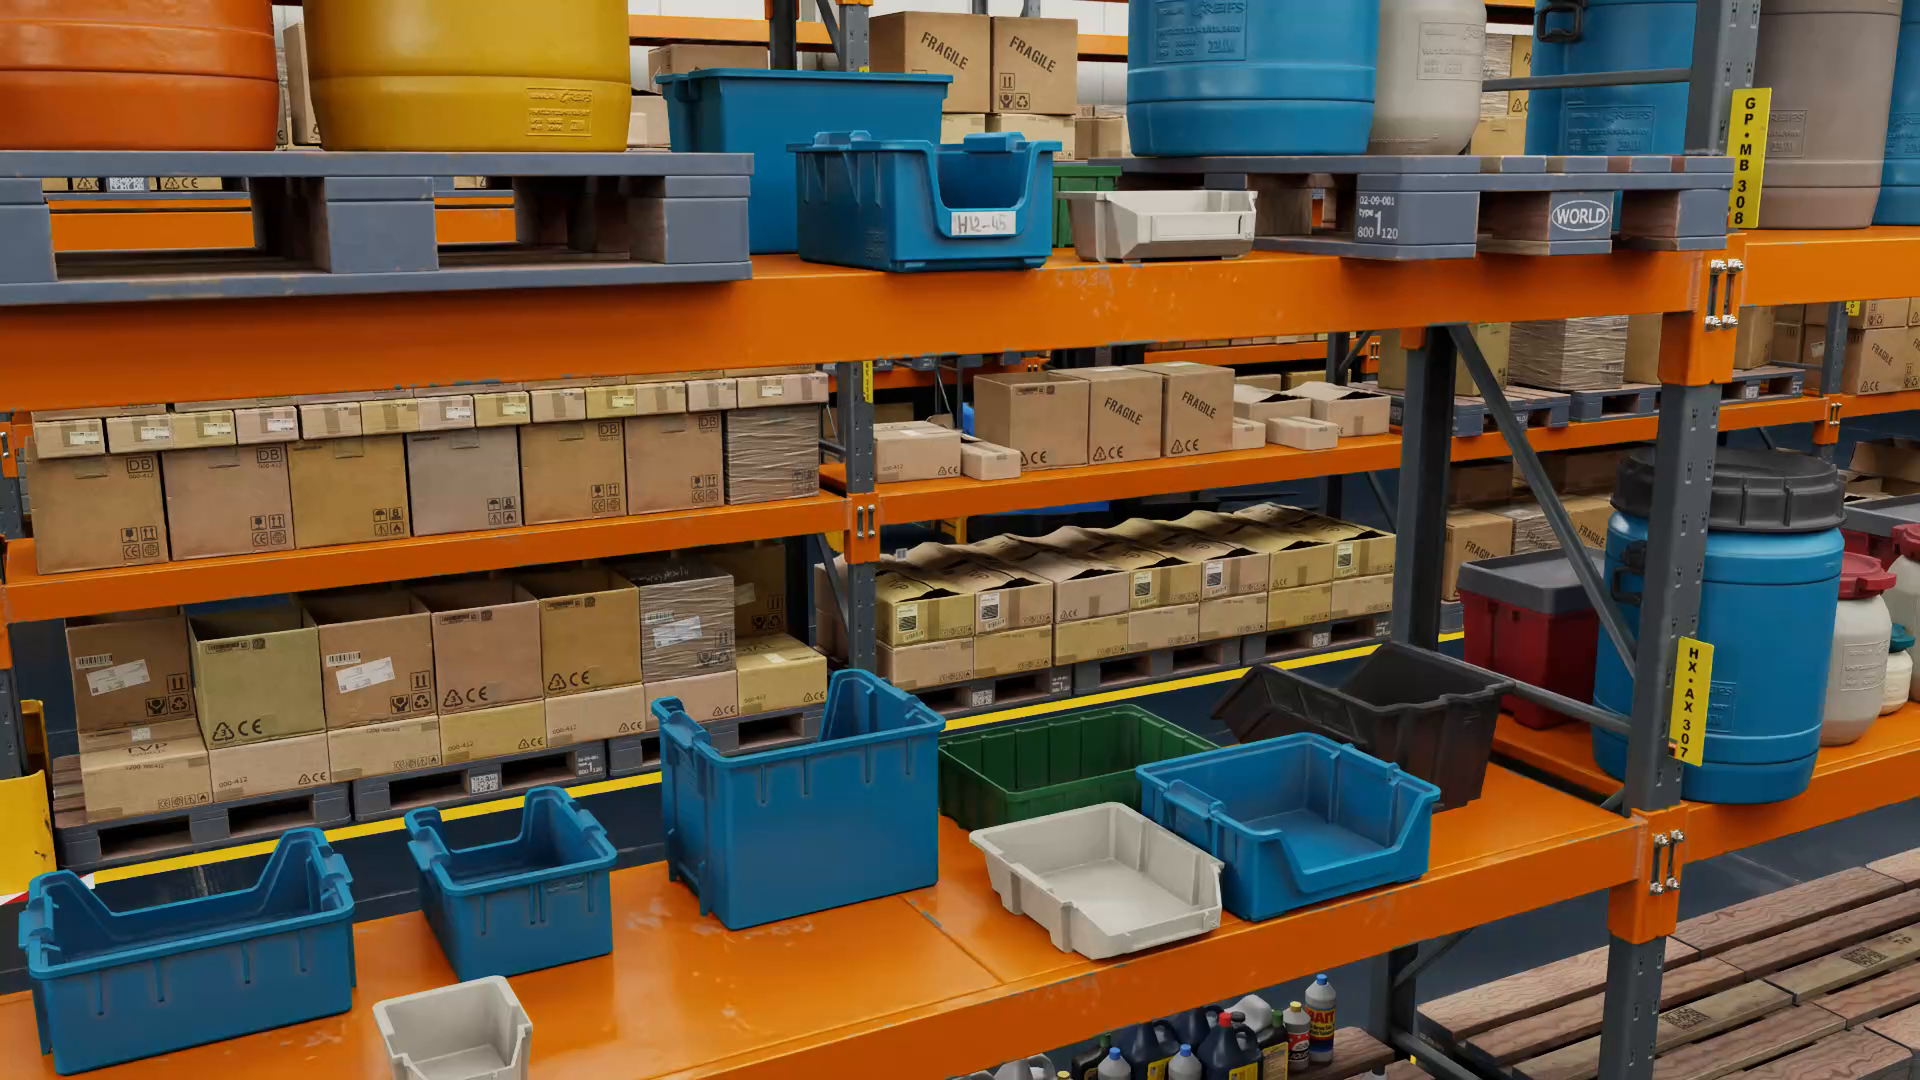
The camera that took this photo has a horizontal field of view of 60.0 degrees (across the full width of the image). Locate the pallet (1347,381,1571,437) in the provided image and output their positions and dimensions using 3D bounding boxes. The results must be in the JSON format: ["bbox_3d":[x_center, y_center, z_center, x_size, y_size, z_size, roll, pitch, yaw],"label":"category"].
[{"bbox_3d":[3.335,-0.922,11.313,1.003,0.211,1.213,-7,14,-28],"label":"pallet"}]

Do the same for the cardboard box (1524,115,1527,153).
[{"bbox_3d":[3.588,-2.549,11.046,0.500,0.500,0.910,-7,14,-28],"label":"cardboard box"}]

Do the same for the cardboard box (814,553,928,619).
[{"bbox_3d":[-0.519,0.255,9.674,0.500,0.311,0.500,-7,14,-28],"label":"cardboard box"}]

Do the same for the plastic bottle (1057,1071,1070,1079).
[{"bbox_3d":[0.300,1.645,4.838,0.097,0.201,0.097,0,13,0],"label":"plastic bottle"}]

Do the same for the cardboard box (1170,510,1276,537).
[{"bbox_3d":[1.716,-0.013,10.863,0.500,0.311,0.500,-7,15,-29],"label":"cardboard box"}]

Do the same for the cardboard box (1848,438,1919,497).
[{"bbox_3d":[7.931,-0.547,13.893,0.637,0.503,0.797,-7,14,-28],"label":"cardboard box"}]

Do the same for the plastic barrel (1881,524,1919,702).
[{"bbox_3d":[3.221,0.243,5.389,0.433,0.535,0.433,0,13,0],"label":"plastic barrel"}]

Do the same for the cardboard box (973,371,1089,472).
[{"bbox_3d":[0.407,-0.692,9.625,0.500,0.500,0.500,-6,14,-24],"label":"cardboard box"}]

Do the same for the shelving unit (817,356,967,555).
[{"bbox_3d":[-0.548,-0.713,13.363,1.083,1.500,0.587,-6,14,-23],"label":"shelving unit"}]

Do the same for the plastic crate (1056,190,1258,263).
[{"bbox_3d":[0.417,-0.643,3.405,0.396,0.136,0.243,-7,14,-28],"label":"plastic crate"}]

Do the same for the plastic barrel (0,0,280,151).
[{"bbox_3d":[-1.513,-1.088,2.845,0.708,0.830,0.600,-7,14,-28],"label":"plastic barrel"}]

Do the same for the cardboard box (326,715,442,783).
[{"bbox_3d":[-2.795,0.928,7.961,0.500,0.250,0.500,-7,14,-28],"label":"cardboard box"}]

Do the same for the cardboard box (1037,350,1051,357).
[{"bbox_3d":[0.796,-1.763,15.136,0.250,0.149,0.380,-7,14,-29],"label":"cardboard box"}]

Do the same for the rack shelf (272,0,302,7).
[{"bbox_3d":[-4.870,-3.828,11.771,4.000,0.370,1.077,-7,14,-28],"label":"rack shelf"}]

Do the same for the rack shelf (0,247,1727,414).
[{"bbox_3d":[-0.123,-0.457,3.616,4.000,0.370,1.077,-7,14,-28],"label":"rack shelf"}]

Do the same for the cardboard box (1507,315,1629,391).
[{"bbox_3d":[4.166,-1.332,11.513,0.500,0.500,0.700,-4,13,-17],"label":"cardboard box"}]

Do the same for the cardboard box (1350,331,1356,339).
[{"bbox_3d":[3.746,-2.103,16.650,0.250,0.149,0.380,-7,14,-27],"label":"cardboard box"}]

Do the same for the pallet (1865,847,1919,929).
[{"bbox_3d":[4.445,1.458,6.649,1.213,0.211,1.003,-7,14,-28],"label":"pallet"}]

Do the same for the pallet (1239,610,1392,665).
[{"bbox_3d":[2.032,0.508,10.870,1.213,0.211,1.003,-7,14,-28],"label":"pallet"}]

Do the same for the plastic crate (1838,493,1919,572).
[{"bbox_3d":[3.579,0.104,6.171,0.583,0.464,0.402,-7,14,-28],"label":"plastic crate"}]

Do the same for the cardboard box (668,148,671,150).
[{"bbox_3d":[-2.056,-3.196,13.394,0.500,0.311,0.500,-6,14,-26],"label":"cardboard box"}]

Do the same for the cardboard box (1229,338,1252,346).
[{"bbox_3d":[2.610,-1.978,16.093,0.250,0.149,0.380,-7,15,-29],"label":"cardboard box"}]

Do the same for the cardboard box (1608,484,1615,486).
[{"bbox_3d":[4.838,-0.234,12.507,0.500,0.500,0.500,-7,14,-27],"label":"cardboard box"}]

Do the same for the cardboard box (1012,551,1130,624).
[{"bbox_3d":[0.640,0.251,9.692,0.500,0.311,0.500,-7,15,-30],"label":"cardboard box"}]

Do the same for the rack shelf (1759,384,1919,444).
[{"bbox_3d":[8.040,-1.211,13.799,4.000,0.370,1.077,-7,14,-28],"label":"rack shelf"}]

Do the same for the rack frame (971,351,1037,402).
[{"bbox_3d":[0.397,-1.885,15.155,0.127,3.000,1.000,-7,14,-28],"label":"rack frame"}]

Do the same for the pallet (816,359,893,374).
[{"bbox_3d":[-1.321,-1.576,14.216,1.213,0.211,1.003,-7,14,-28],"label":"pallet"}]

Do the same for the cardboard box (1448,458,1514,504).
[{"bbox_3d":[3.529,-0.443,11.727,0.500,0.250,0.500,-6,14,-26],"label":"cardboard box"}]

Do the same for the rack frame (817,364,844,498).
[{"bbox_3d":[-1.021,-0.668,13.160,0.032,1.500,0.500,-6,14,-23],"label":"rack frame"}]

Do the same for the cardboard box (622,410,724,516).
[{"bbox_3d":[-1.584,-0.455,8.569,0.500,0.500,0.700,-7,14,-28],"label":"cardboard box"}]

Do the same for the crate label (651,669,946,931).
[{"bbox_3d":[-0.392,0.602,4.020,0.616,0.435,0.502,-7,14,-28],"label":"crate label"}]

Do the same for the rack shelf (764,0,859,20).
[{"bbox_3d":[-2.493,-2.681,7.574,4.000,0.370,1.077,-7,14,-28],"label":"rack shelf"}]

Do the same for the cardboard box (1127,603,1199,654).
[{"bbox_3d":[1.085,0.470,9.996,0.500,0.250,0.500,-7,14,-27],"label":"cardboard box"}]

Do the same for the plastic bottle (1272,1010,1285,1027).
[{"bbox_3d":[0.964,1.566,5.192,0.097,0.201,0.097,0,13,0],"label":"plastic bottle"}]

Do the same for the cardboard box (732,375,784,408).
[{"bbox_3d":[-1.092,-0.780,8.538,0.250,0.149,0.380,-7,15,-29],"label":"cardboard box"}]

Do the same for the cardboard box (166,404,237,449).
[{"bbox_3d":[-3.351,-0.509,7.333,0.250,0.149,0.380,-7,14,-28],"label":"cardboard box"}]

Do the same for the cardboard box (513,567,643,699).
[{"bbox_3d":[-1.921,0.455,8.354,0.500,0.500,0.500,-7,14,-28],"label":"cardboard box"}]

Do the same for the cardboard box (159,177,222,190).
[{"bbox_3d":[-5.270,-2.658,11.482,0.500,0.500,0.500,-6,14,-25],"label":"cardboard box"}]

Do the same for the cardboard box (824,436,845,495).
[{"bbox_3d":[-1.141,-0.705,14.602,0.500,0.500,0.700,-7,14,-28],"label":"cardboard box"}]

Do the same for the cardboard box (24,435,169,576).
[{"bbox_3d":[-3.833,-0.185,7.371,0.500,0.500,0.700,-7,14,-28],"label":"cardboard box"}]

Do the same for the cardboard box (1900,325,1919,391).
[{"bbox_3d":[7.310,-1.456,13.021,0.500,0.500,0.500,-7,14,-27],"label":"cardboard box"}]

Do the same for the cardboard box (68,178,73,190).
[{"bbox_3d":[-6.380,-2.658,11.485,0.500,0.500,0.500,-6,14,-24],"label":"cardboard box"}]

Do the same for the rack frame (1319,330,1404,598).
[{"bbox_3d":[2.773,-0.931,10.915,0.127,3.000,1.000,-7,14,-28],"label":"rack frame"}]

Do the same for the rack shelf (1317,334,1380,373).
[{"bbox_3d":[5.663,-2.166,18.039,4.000,0.370,1.077,-7,14,-28],"label":"rack shelf"}]

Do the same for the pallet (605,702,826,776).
[{"bbox_3d":[-1.456,0.926,9.015,1.213,0.211,1.003,-7,14,-28],"label":"pallet"}]

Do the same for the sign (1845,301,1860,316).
[{"bbox_3d":[6.553,-1.810,12.184,0.005,0.325,0.100,-7,14,-28],"label":"sign"}]

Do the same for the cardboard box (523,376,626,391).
[{"bbox_3d":[-2.007,-1.038,8.208,0.500,0.500,0.700,-7,14,-28],"label":"cardboard box"}]

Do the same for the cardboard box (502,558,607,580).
[{"bbox_3d":[-2.172,0.354,8.802,0.500,0.500,0.500,-7,14,-28],"label":"cardboard box"}]

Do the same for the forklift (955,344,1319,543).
[{"bbox_3d":[1.528,-1.490,13.555,3.031,2.935,1.130,-3,13,-11],"label":"forklift"}]

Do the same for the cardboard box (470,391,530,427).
[{"bbox_3d":[-2.221,-0.644,7.933,0.250,0.149,0.380,-6,14,-26],"label":"cardboard box"}]

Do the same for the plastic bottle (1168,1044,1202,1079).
[{"bbox_3d":[0.656,1.605,4.860,0.097,0.271,0.097,0,13,0],"label":"plastic bottle"}]

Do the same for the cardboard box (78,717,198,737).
[{"bbox_3d":[-3.919,0.934,7.935,0.500,0.250,0.500,-7,14,-28],"label":"cardboard box"}]

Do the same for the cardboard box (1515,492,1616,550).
[{"bbox_3d":[4.209,-0.027,11.589,0.500,0.500,0.500,-7,14,-29],"label":"cardboard box"}]

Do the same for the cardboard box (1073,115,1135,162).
[{"bbox_3d":[0.970,-2.295,9.527,0.500,0.250,0.500,-8,15,-33],"label":"cardboard box"}]

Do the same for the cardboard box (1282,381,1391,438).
[{"bbox_3d":[2.433,-0.858,10.792,0.500,0.311,0.500,-6,14,-24],"label":"cardboard box"}]
